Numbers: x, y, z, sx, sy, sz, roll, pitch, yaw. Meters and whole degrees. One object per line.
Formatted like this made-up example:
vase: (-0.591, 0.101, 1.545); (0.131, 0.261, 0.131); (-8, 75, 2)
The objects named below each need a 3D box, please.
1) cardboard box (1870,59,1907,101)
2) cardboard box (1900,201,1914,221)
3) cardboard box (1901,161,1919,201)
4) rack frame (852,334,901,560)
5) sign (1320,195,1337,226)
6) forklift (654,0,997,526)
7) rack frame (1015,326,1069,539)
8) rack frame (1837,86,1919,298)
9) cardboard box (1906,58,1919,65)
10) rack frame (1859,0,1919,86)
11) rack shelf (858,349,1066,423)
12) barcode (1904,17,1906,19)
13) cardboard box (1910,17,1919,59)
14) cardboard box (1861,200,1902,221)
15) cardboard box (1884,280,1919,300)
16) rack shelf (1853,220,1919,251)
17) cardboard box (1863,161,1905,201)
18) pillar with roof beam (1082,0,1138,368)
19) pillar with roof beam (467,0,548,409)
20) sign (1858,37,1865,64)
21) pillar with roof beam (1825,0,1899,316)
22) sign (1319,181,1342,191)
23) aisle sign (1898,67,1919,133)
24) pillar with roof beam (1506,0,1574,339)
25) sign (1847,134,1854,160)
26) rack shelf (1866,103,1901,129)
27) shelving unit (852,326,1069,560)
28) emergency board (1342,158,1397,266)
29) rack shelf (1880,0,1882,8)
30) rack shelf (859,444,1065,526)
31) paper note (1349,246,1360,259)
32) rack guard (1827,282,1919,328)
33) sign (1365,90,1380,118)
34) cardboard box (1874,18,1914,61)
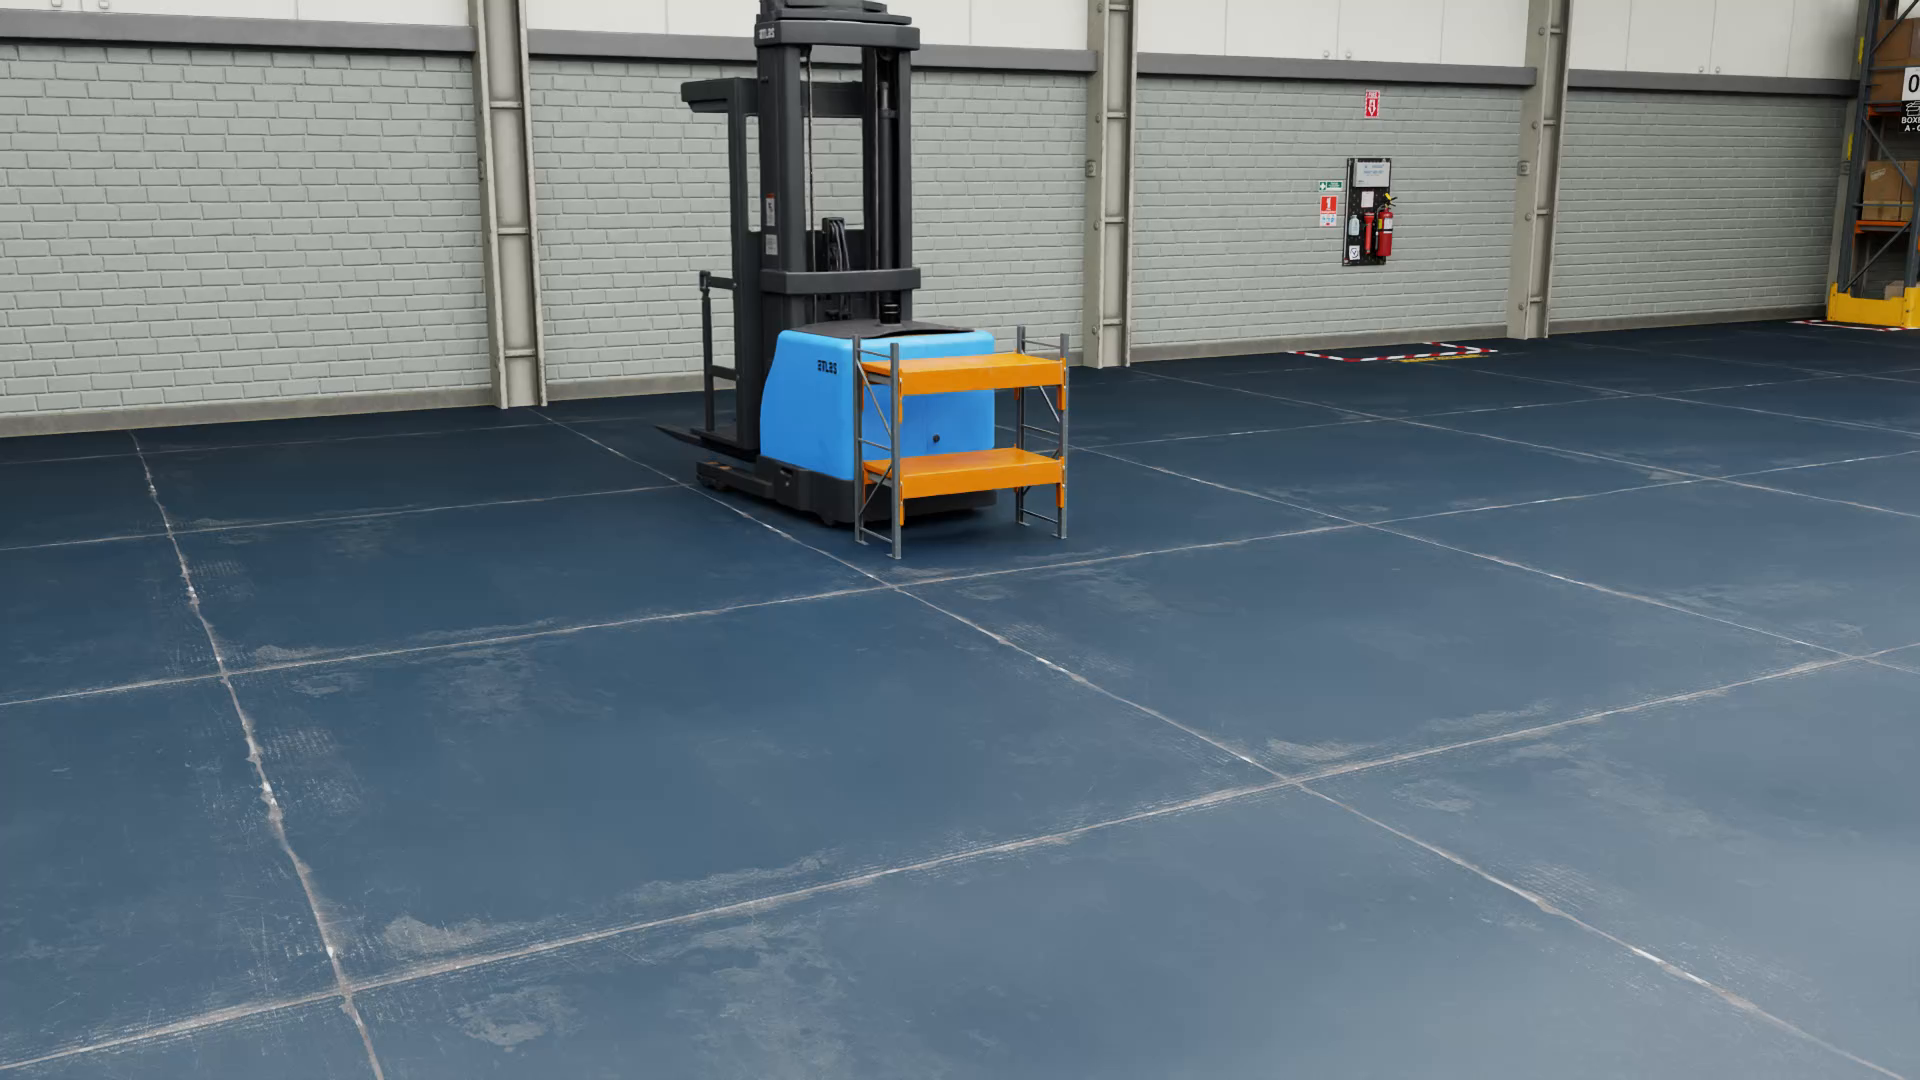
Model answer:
cardboard box: (12.074, -5.888, 21.336); (0.500, 0.500, 0.500); (-6, 14, -24)
cardboard box: (12.410, -4.200, 21.238); (0.500, 0.250, 0.500); (-7, 15, -29)
cardboard box: (12.392, -4.568, 21.165); (0.500, 0.500, 0.500); (-7, 14, -28)
rack frame: (-0.440, -0.496, 8.751); (0.032, 1.125, 0.500); (-7, 14, -28)
sign: (4.041, -3.609, 18.234); (0.234, 0.329, 0.001); (-7, 14, -28)
forklift: (-1.024, -1.783, 10.356); (1.130, 2.935, 3.031); (-8, 15, -33)
rack frame: (0.452, -0.603, 9.226); (0.032, 1.125, 0.500); (-7, 14, -28)
rack frame: (11.829, -4.274, 21.267); (0.127, 3.000, 1.000); (-7, 14, -28)
cardboard box: (12.243, -5.783, 20.867); (0.500, 0.500, 0.500); (-6, 14, -26)
rack frame: (11.829, -7.200, 20.608); (0.127, 3.000, 1.000); (-7, 14, -28)
rack shelf: (0.006, -0.835, 8.925); (1.000, 0.278, 0.538); (-7, 14, -28)
barcode: (12.213, -6.737, 21.511); (0.075, 0.075, 0.001); (-7, 14, -28)
cardboard box: (12.284, -6.277, 20.787); (0.500, 0.500, 0.500); (-8, 15, -32)
cardboard box: (12.147, -4.297, 21.666); (0.500, 0.250, 0.500); (-7, 14, -27)
cardboard box: (12.480, -3.232, 21.760); (0.500, 0.311, 0.500); (-9, 15, -34)
rack shelf: (13.585, -4.133, 22.281); (4.000, 0.370, 1.077); (-7, 14, -28)
cardboard box: (12.141, -4.667, 21.601); (0.500, 0.500, 0.500); (-7, 14, -28)
pillar with roof beam: (3.559, -5.349, 12.380); (0.400, 9.000, 9.100); (-7, 14, -28)
pillar with roof beam: (-1.707, -4.718, 9.576); (0.400, 9.000, 9.100); (-7, 14, -28)
sign: (11.581, -6.278, 21.325); (0.005, 0.325, 0.100); (-7, 14, -28)
pillar with roof beam: (14.092, -6.611, 17.990); (0.400, 9.000, 9.100); (-7, 14, -28)
sign: (4.049, -3.867, 18.170); (0.331, 0.109, 0.001); (-7, 14, -28)
aisle sign: (11.910, -5.477, 20.691); (0.004, 0.787, 0.394); (-7, 14, -28)
pillar with roof beam: (8.826, -5.980, 15.185); (0.400, 9.000, 9.100); (-7, 14, -28)
sign: (11.581, -5.102, 21.590); (0.005, 0.325, 0.100); (-7, 14, -28)
rack shelf: (13.585, -5.596, 21.952); (4.000, 0.370, 1.077); (-7, 14, -28)
shelving unit: (0.006, -0.549, 8.989); (1.048, 1.125, 0.538); (-7, 14, -28)
emergency board: (4.576, -3.630, 18.408); (0.643, 1.169, 0.194); (-7, 14, -28)
rack shelf: (13.585, -7.058, 21.623); (4.000, 0.370, 1.077); (-7, 14, -28)
rack shelf: (0.006, -0.311, 9.043); (1.000, 0.278, 0.538); (-7, 14, -28)
paper note: (4.387, -3.195, 18.481); (0.142, 0.148, 0.016); (-7, 14, -28)
rack guard: (11.896, -3.062, 21.577); (0.348, 0.500, 1.175); (-7, 14, -28)
sign: (4.521, -4.779, 18.235); (0.199, 0.298, 0.001); (-7, 14, -28)
cardboard box: (12.083, -6.379, 21.240); (0.500, 0.500, 0.500); (-6, 14, -25)
